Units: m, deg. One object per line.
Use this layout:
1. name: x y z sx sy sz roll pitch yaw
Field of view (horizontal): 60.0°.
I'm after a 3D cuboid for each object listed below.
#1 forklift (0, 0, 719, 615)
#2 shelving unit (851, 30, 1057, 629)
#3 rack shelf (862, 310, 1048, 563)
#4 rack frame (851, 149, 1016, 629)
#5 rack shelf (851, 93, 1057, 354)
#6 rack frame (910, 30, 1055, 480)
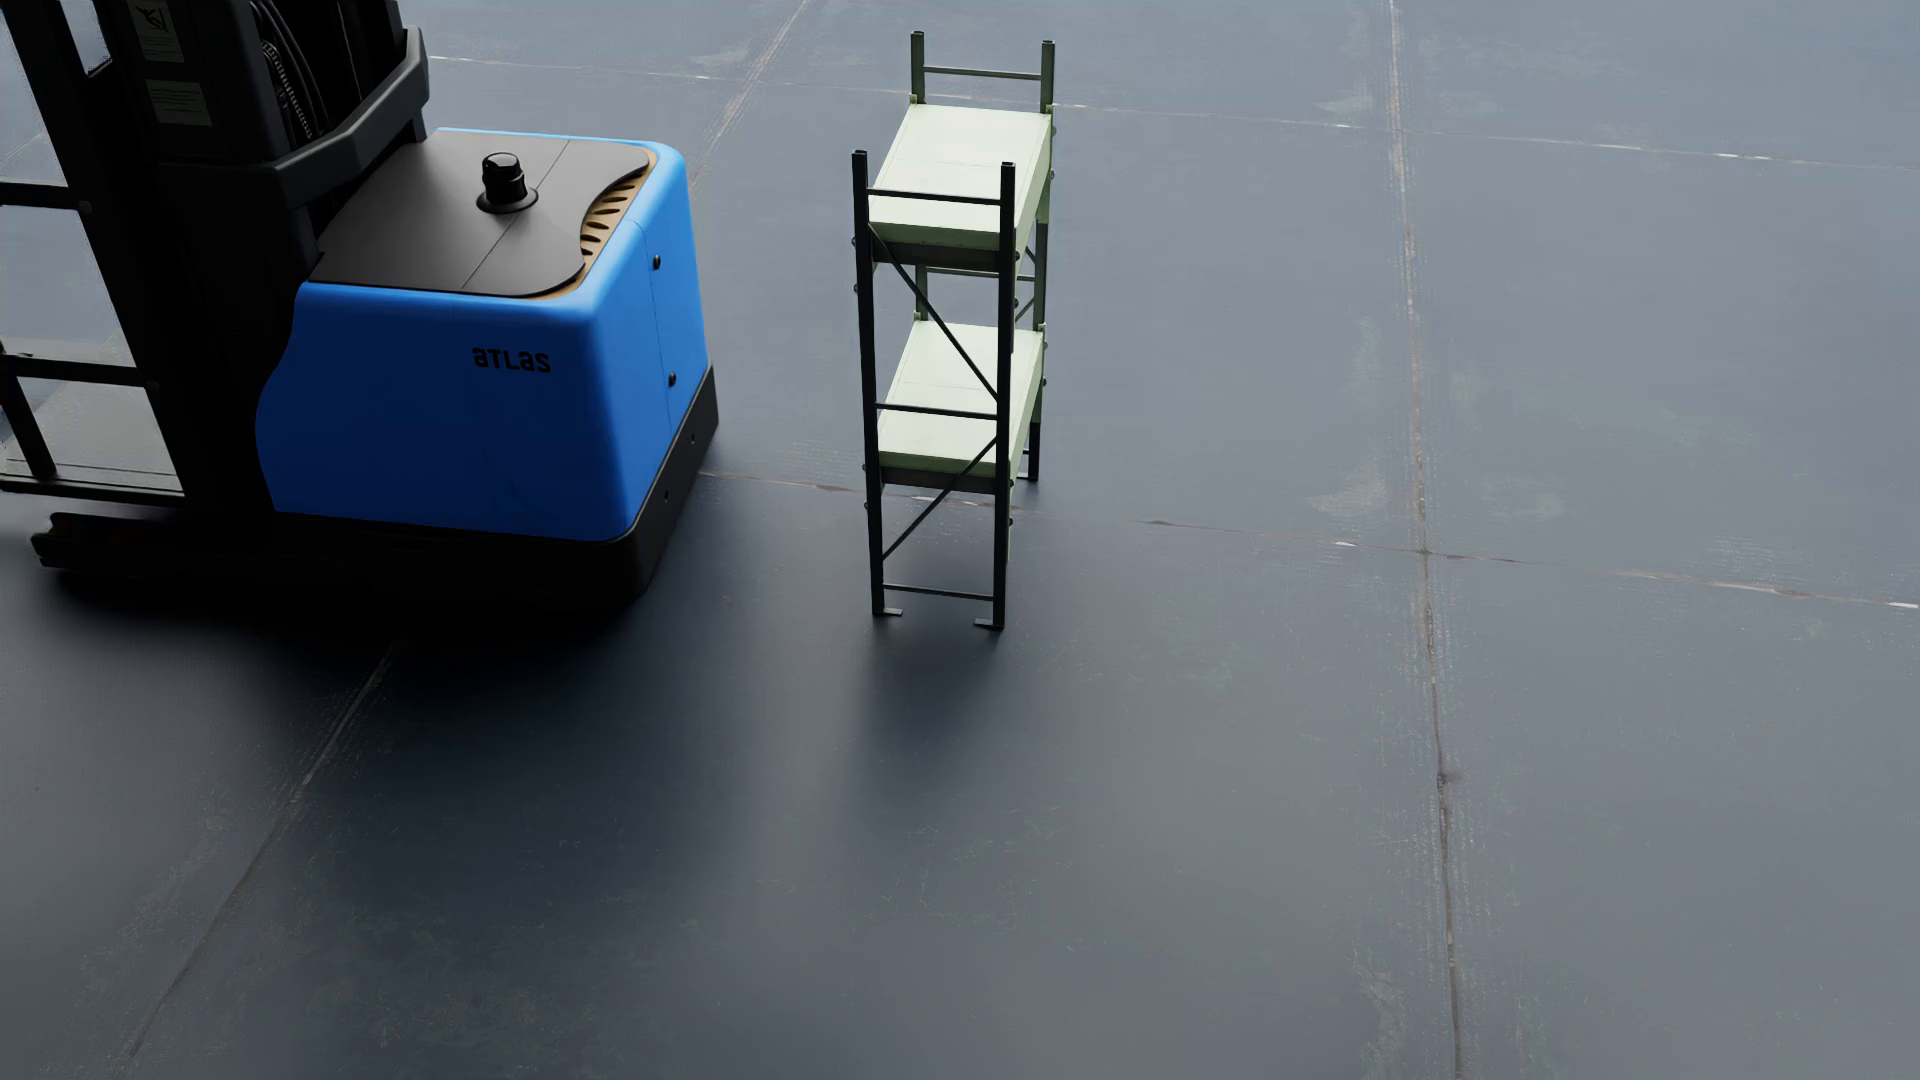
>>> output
1. forklift: -2.375 -1.337 4.567 3.031 2.935 1.130 5 40 6
2. shelving unit: -0.001 -0.574 4.767 0.431 1.500 0.755 6 40 8
3. rack shelf: -0.001 -0.323 4.975 0.431 0.370 0.720 6 40 8
4. rack frame: -0.064 -0.344 4.489 0.400 1.500 0.023 6 40 8
5. rack shelf: -0.001 -0.875 4.518 0.431 0.370 0.720 6 40 8
6. rack frame: 0.062 -0.804 5.045 0.400 1.500 0.023 6 40 8
